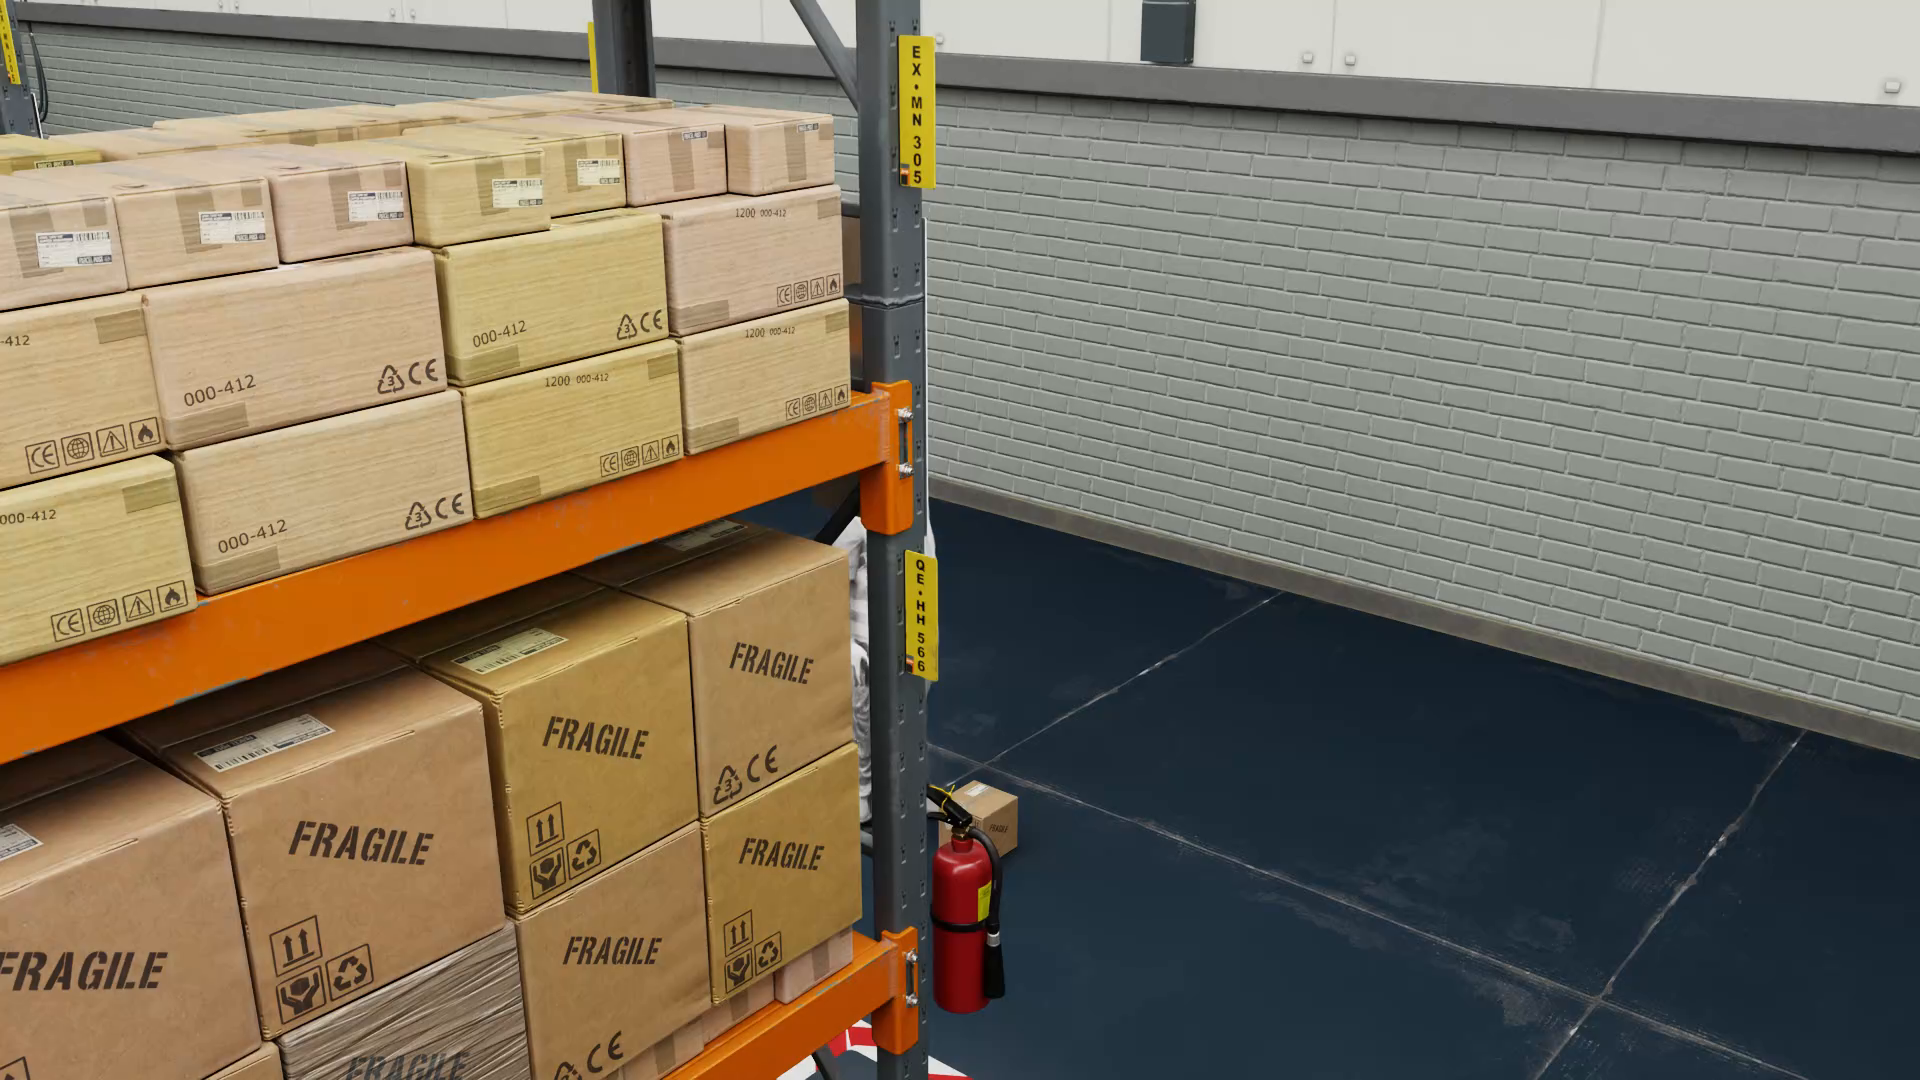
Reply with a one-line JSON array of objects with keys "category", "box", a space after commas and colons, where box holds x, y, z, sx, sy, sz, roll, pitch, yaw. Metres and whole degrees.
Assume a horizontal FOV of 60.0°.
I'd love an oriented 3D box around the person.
[{"category": "person", "box": [-0.315, 0.412, 7.375, 0.604, 1.788, 0.436, -18, 26, -40]}]
